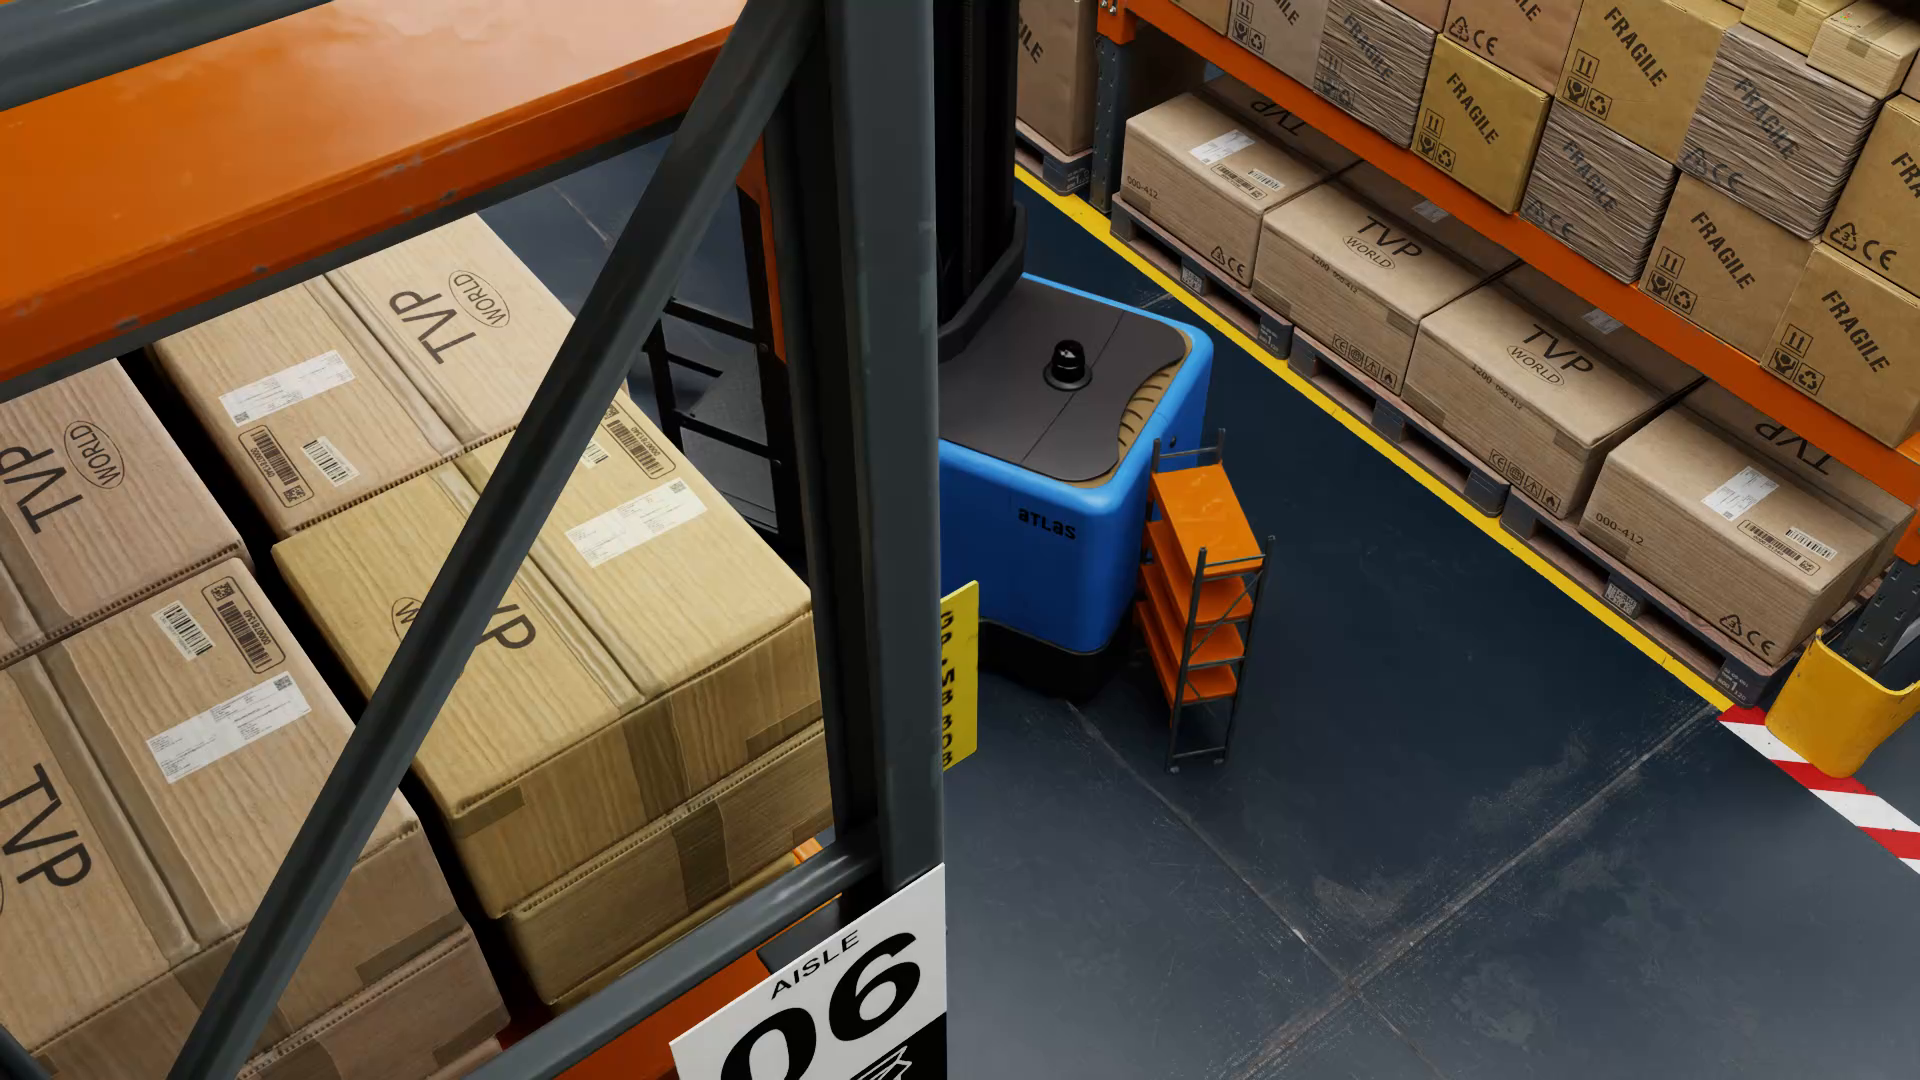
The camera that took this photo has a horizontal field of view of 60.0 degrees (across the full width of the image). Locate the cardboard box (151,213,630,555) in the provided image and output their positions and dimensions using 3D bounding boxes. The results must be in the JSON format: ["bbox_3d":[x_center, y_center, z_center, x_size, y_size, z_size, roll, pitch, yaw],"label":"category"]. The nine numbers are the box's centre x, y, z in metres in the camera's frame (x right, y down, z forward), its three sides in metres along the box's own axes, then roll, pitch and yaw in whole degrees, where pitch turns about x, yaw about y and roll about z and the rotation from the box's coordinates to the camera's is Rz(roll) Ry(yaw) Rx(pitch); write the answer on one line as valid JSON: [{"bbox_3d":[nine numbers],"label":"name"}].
[{"bbox_3d":[-0.814,-0.187,2.432,0.500,0.250,0.500,-30,54,-24],"label":"cardboard box"}]

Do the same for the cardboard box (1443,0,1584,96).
[{"bbox_3d":[2.075,-1.940,5.741,0.500,0.500,0.500,-30,54,-24],"label":"cardboard box"}]

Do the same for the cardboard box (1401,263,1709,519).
[{"bbox_3d":[2.456,-0.669,6.776,0.875,0.438,0.875,-28,54,-23],"label":"cardboard box"}]

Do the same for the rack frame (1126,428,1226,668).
[{"bbox_3d":[0.752,0.059,5.885,0.240,1.200,0.015,-9,48,-8],"label":"rack frame"}]

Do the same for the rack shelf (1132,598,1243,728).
[{"bbox_3d":[0.803,0.415,5.922,0.258,0.148,0.480,-9,48,-8],"label":"rack shelf"}]

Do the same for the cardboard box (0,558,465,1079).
[{"bbox_3d":[-0.943,0.359,1.937,0.500,0.250,0.500,-31,55,-25],"label":"cardboard box"}]

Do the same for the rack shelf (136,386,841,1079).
[{"bbox_3d":[-1.663,-0.224,3.388,1.077,0.370,4.000,-29,54,-24],"label":"rack shelf"}]

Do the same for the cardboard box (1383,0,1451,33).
[{"bbox_3d":[1.772,-2.239,6.011,0.500,0.500,0.500,-28,54,-23],"label":"cardboard box"}]

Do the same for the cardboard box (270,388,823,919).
[{"bbox_3d":[-0.521,0.122,2.152,0.500,0.250,0.500,-30,54,-24],"label":"cardboard box"}]

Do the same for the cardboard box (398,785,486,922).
[{"bbox_3d":[-0.640,0.363,2.540,0.380,0.149,0.250,-28,54,-23],"label":"cardboard box"}]

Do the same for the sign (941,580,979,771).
[{"bbox_3d":[-0.020,0.176,1.950,0.100,0.325,0.005,-29,54,-24],"label":"sign"}]

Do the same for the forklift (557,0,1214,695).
[{"bbox_3d":[-0.622,-1.189,5.849,3.031,2.935,1.130,21,51,18],"label":"forklift"}]

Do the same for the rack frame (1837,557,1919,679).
[{"bbox_3d":[3.496,-0.508,5.185,1.000,3.000,0.127,-29,54,-24],"label":"rack frame"}]

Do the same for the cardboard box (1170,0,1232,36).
[{"bbox_3d":[1.150,-2.506,6.929,0.500,0.500,0.500,-28,54,-23],"label":"cardboard box"}]

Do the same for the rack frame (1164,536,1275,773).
[{"bbox_3d":[0.854,0.413,5.565,0.240,1.200,0.015,-9,48,-8],"label":"rack frame"}]

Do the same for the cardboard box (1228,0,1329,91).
[{"bbox_3d":[1.451,-2.207,6.658,0.500,0.500,0.500,-29,54,-24],"label":"cardboard box"}]

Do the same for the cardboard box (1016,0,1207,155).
[{"bbox_3d":[0.635,-2.624,8.253,0.875,0.875,0.875,-28,54,-23],"label":"cardboard box"}]

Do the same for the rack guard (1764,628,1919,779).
[{"bbox_3d":[3.511,0.346,6.098,1.175,0.500,0.348,-29,54,-24],"label":"rack guard"}]

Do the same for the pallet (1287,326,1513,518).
[{"bbox_3d":[2.215,-0.727,7.265,1.003,0.211,1.213,-29,54,-24],"label":"pallet"}]

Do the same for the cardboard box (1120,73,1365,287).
[{"bbox_3d":[1.369,-1.729,7.737,0.875,0.438,0.875,-30,54,-24],"label":"cardboard box"}]

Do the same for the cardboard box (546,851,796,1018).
[{"bbox_3d":[-0.460,0.505,2.411,0.380,0.149,0.250,-28,54,-23],"label":"cardboard box"}]

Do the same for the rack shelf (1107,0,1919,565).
[{"bbox_3d":[2.285,-1.446,6.520,1.077,0.370,4.000,-29,54,-24],"label":"rack shelf"}]

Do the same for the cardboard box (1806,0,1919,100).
[{"bbox_3d":[2.723,-1.470,4.877,0.380,0.149,0.250,-30,54,-24],"label":"cardboard box"}]

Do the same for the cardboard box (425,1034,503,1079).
[{"bbox_3d":[-0.830,0.713,2.223,0.380,0.149,0.250,-28,54,-23],"label":"cardboard box"}]

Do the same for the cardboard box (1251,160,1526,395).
[{"bbox_3d":[1.911,-1.201,7.259,0.875,0.438,0.875,-31,55,-25],"label":"cardboard box"}]

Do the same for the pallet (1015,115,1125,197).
[{"bbox_3d":[0.547,-2.351,8.738,1.003,0.211,1.213,-29,54,-24],"label":"pallet"}]

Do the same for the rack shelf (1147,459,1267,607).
[{"bbox_3d":[0.803,-0.028,5.434,0.258,0.148,0.480,-9,48,-8],"label":"rack shelf"}]

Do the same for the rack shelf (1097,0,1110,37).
[{"bbox_3d":[-0.137,-3.804,8.659,1.077,0.370,4.000,-29,54,-24],"label":"rack shelf"}]

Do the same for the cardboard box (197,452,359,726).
[{"bbox_3d":[-0.827,-0.011,2.610,0.500,0.250,0.500,-28,54,-23],"label":"cardboard box"}]

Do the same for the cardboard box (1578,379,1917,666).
[{"bbox_3d":[3.017,-0.133,6.291,0.875,0.438,0.875,-31,55,-25],"label":"cardboard box"}]

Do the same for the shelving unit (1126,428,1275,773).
[{"bbox_3d":[0.803,0.236,5.725,0.258,1.200,0.503,-9,48,-8],"label":"shelving unit"}]

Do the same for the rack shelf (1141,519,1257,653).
[{"bbox_3d":[0.803,0.131,5.609,0.258,0.148,0.480,-9,48,-8],"label":"rack shelf"}]

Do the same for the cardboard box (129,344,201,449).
[{"bbox_3d":[-1.129,-0.477,2.695,0.500,0.250,0.500,-30,55,-25],"label":"cardboard box"}]

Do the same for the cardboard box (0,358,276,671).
[{"bbox_3d":[-1.258,0.052,2.215,0.500,0.250,0.500,-31,55,-25],"label":"cardboard box"}]

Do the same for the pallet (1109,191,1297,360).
[{"bbox_3d":[1.472,-1.446,7.918,1.003,0.211,1.213,-29,54,-24],"label":"pallet"}]

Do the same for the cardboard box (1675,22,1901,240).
[{"bbox_3d":[2.675,-1.350,5.206,0.500,0.500,0.500,-29,54,-24],"label":"cardboard box"}]

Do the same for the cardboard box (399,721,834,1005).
[{"bbox_3d":[-0.503,0.280,2.347,0.500,0.250,0.500,-30,54,-24],"label":"cardboard box"}]

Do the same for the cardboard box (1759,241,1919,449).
[{"bbox_3d":[2.993,-0.707,5.298,0.500,0.500,0.500,-29,54,-24],"label":"cardboard box"}]

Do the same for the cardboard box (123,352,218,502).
[{"bbox_3d":[-1.127,-0.318,2.888,0.500,0.250,0.500,-31,55,-25],"label":"cardboard box"}]

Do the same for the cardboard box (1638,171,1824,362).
[{"bbox_3d":[2.702,-1.010,5.572,0.500,0.500,0.500,-30,55,-25],"label":"cardboard box"}]

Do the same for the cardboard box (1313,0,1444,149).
[{"bbox_3d":[1.747,-1.911,6.389,0.500,0.500,0.500,-29,54,-24],"label":"cardboard box"}]

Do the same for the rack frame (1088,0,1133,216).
[{"bbox_3d":[1.074,-2.867,7.323,1.000,3.000,0.127,-29,54,-24],"label":"rack frame"}]

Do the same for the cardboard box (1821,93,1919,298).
[{"bbox_3d":[3.015,-1.055,4.938,0.500,0.500,0.500,-28,54,-23],"label":"cardboard box"}]

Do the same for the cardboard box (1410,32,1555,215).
[{"bbox_3d":[2.059,-1.607,6.114,0.500,0.500,0.500,-28,54,-23],"label":"cardboard box"}]

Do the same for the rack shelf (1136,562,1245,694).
[{"bbox_3d":[0.803,0.281,5.775,0.258,0.148,0.480,-9,48,-8],"label":"rack shelf"}]

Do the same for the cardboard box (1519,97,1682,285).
[{"bbox_3d":[2.382,-1.309,5.843,0.500,0.500,0.500,-28,54,-23],"label":"cardboard box"}]

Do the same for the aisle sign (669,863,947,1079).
[{"bbox_3d":[-0.177,0.756,2.284,0.394,0.787,0.004,-29,54,-24],"label":"aisle sign"}]

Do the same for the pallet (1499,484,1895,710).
[{"bbox_3d":[2.950,-0.008,6.613,1.003,0.211,1.213,-29,54,-24],"label":"pallet"}]

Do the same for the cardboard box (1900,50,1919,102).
[{"bbox_3d":[2.947,-1.356,4.773,0.380,0.149,0.250,-28,54,-23],"label":"cardboard box"}]

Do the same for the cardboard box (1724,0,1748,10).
[{"bbox_3d":[2.502,-1.823,5.197,0.380,0.149,0.250,-30,54,-24],"label":"cardboard box"}]

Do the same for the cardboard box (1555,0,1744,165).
[{"bbox_3d":[2.378,-1.643,5.471,0.500,0.500,0.500,-30,54,-24],"label":"cardboard box"}]

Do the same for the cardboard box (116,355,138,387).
[{"bbox_3d":[-1.459,-0.613,3.156,0.500,0.250,0.500,-30,55,-25],"label":"cardboard box"}]

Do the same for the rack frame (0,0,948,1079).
[{"bbox_3d":[-0.452,-0.294,0.942,1.000,3.000,0.127,-29,54,-24],"label":"rack frame"}]

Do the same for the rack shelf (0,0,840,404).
[{"bbox_3d":[-1.663,-1.231,2.278,1.077,0.370,4.000,-29,54,-24],"label":"rack shelf"}]

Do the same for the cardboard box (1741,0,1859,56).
[{"bbox_3d":[2.604,-1.637,5.028,0.380,0.149,0.250,-28,54,-23],"label":"cardboard box"}]

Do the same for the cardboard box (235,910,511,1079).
[{"bbox_3d":[-0.938,0.524,2.125,0.500,0.250,0.500,-30,55,-25],"label":"cardboard box"}]
